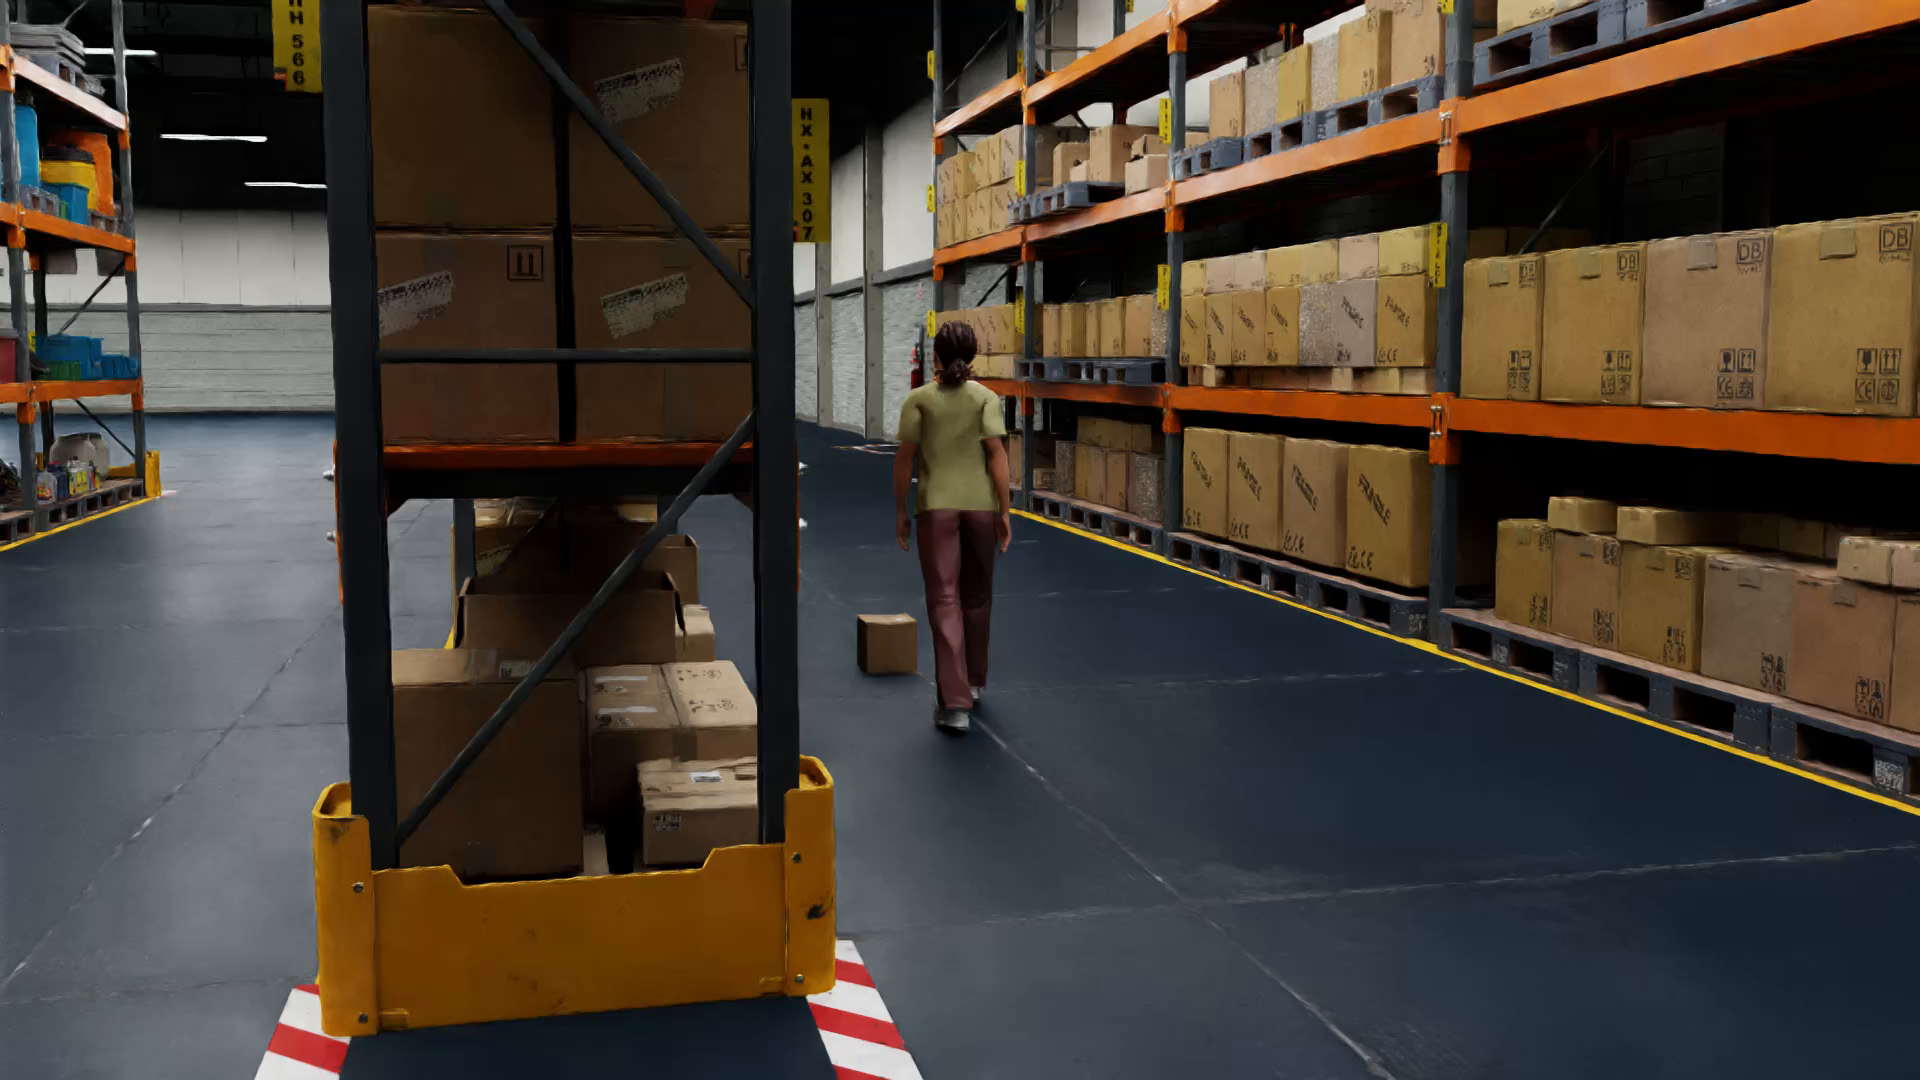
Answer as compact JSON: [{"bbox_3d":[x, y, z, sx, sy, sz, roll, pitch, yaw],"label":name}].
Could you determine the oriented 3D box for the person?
[{"bbox_3d":[-0.054,-0.095,6.972,0.463,1.636,0.812,-1,6,-10],"label":"person"}]
